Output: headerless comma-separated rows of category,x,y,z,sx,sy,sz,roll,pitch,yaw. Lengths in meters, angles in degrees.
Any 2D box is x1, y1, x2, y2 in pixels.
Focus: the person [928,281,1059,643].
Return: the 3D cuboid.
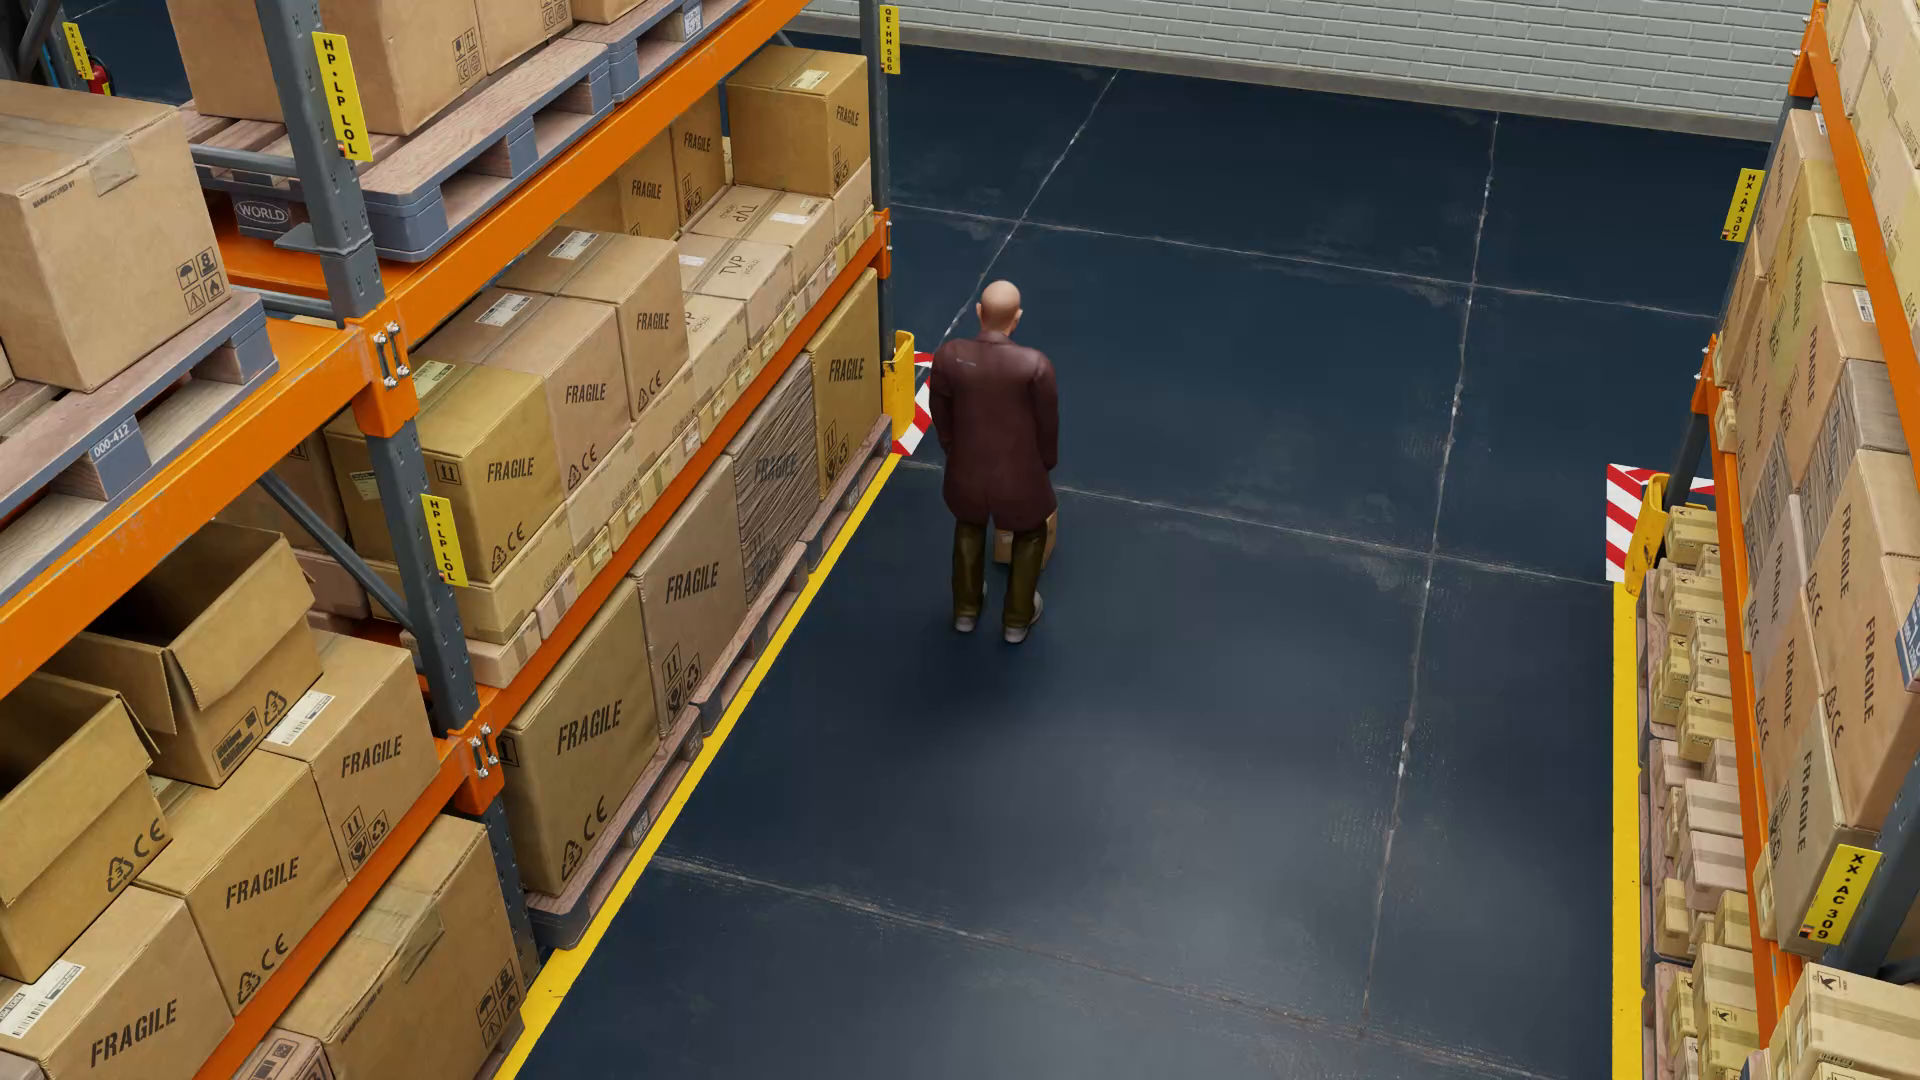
person,0.150,-0.336,7.411,0.591,1.727,0.432,12,38,15
